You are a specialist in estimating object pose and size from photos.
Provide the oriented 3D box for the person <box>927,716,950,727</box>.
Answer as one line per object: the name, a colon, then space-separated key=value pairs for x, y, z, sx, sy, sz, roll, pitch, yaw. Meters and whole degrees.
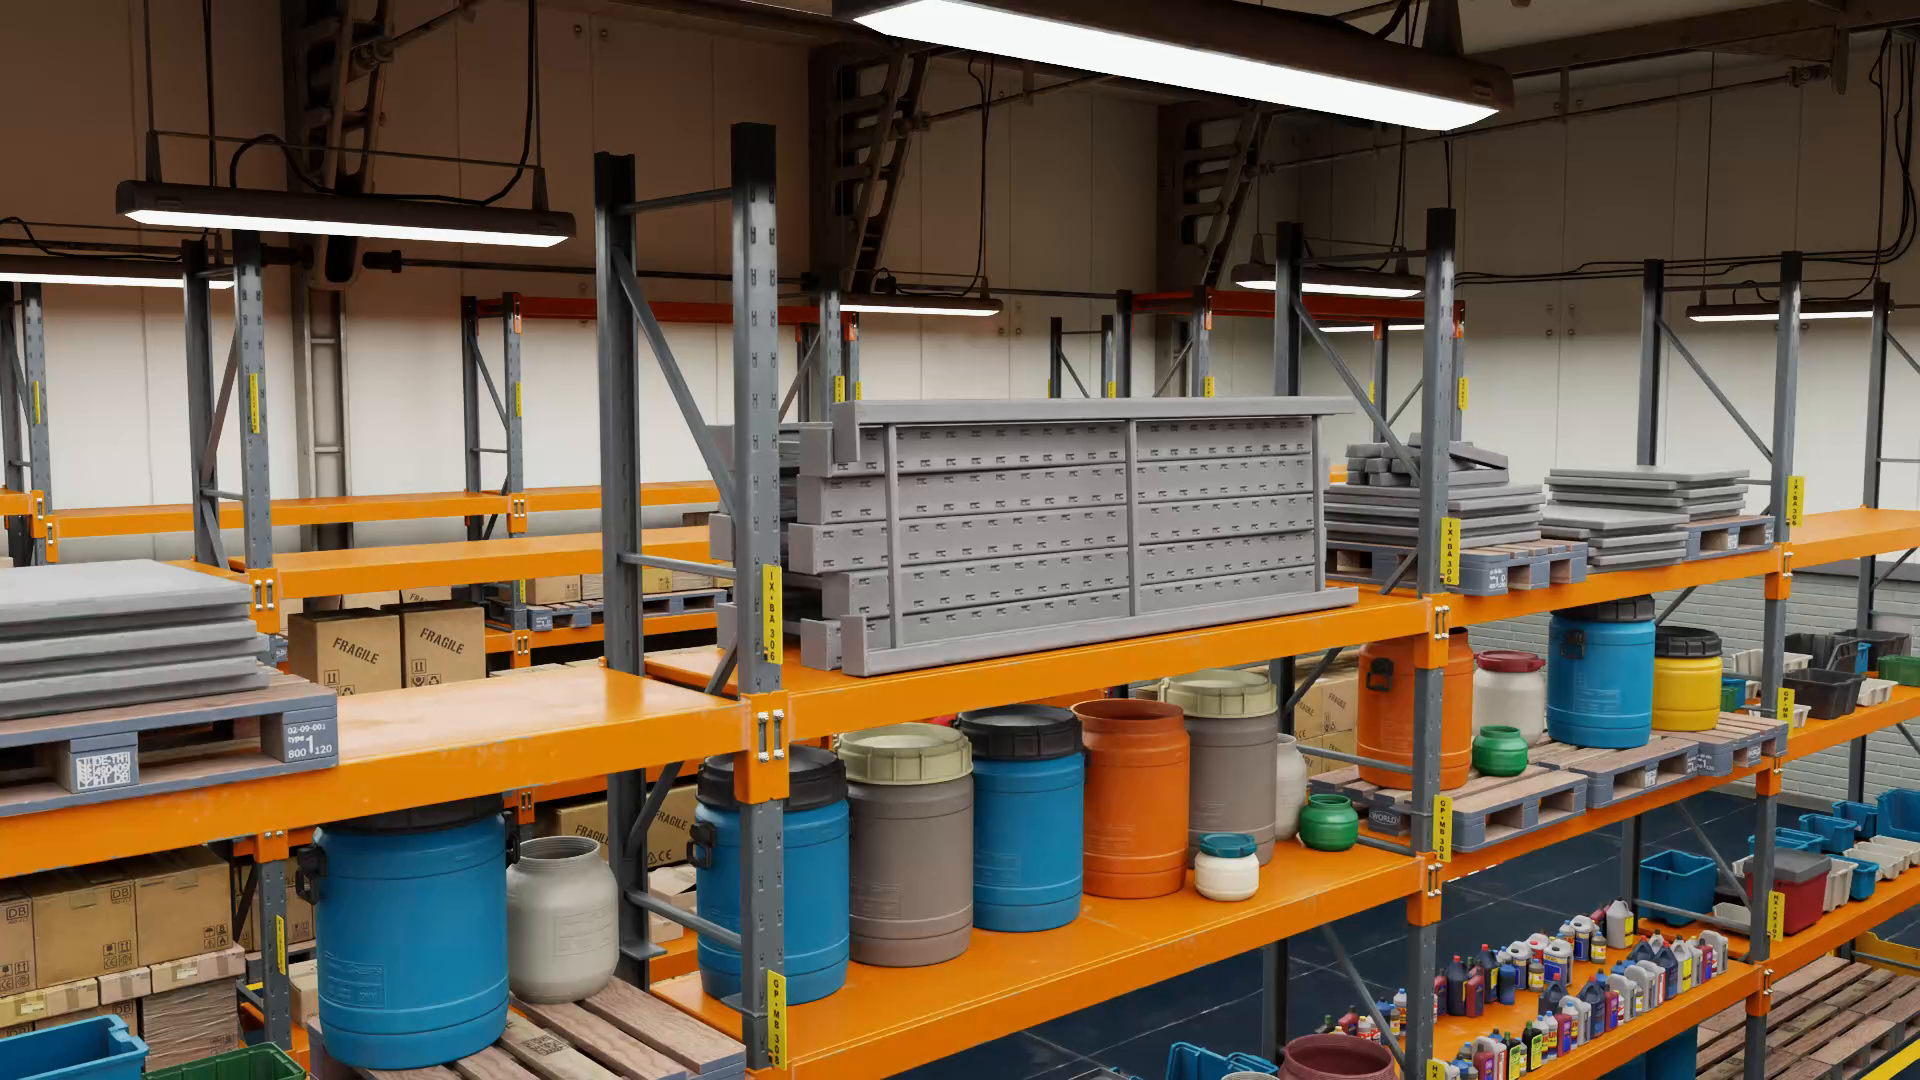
person: x=-0.170 y=2.520 z=15.640 sx=0.684 sy=1.793 sz=0.950 roll=5 pitch=8 yaw=44
